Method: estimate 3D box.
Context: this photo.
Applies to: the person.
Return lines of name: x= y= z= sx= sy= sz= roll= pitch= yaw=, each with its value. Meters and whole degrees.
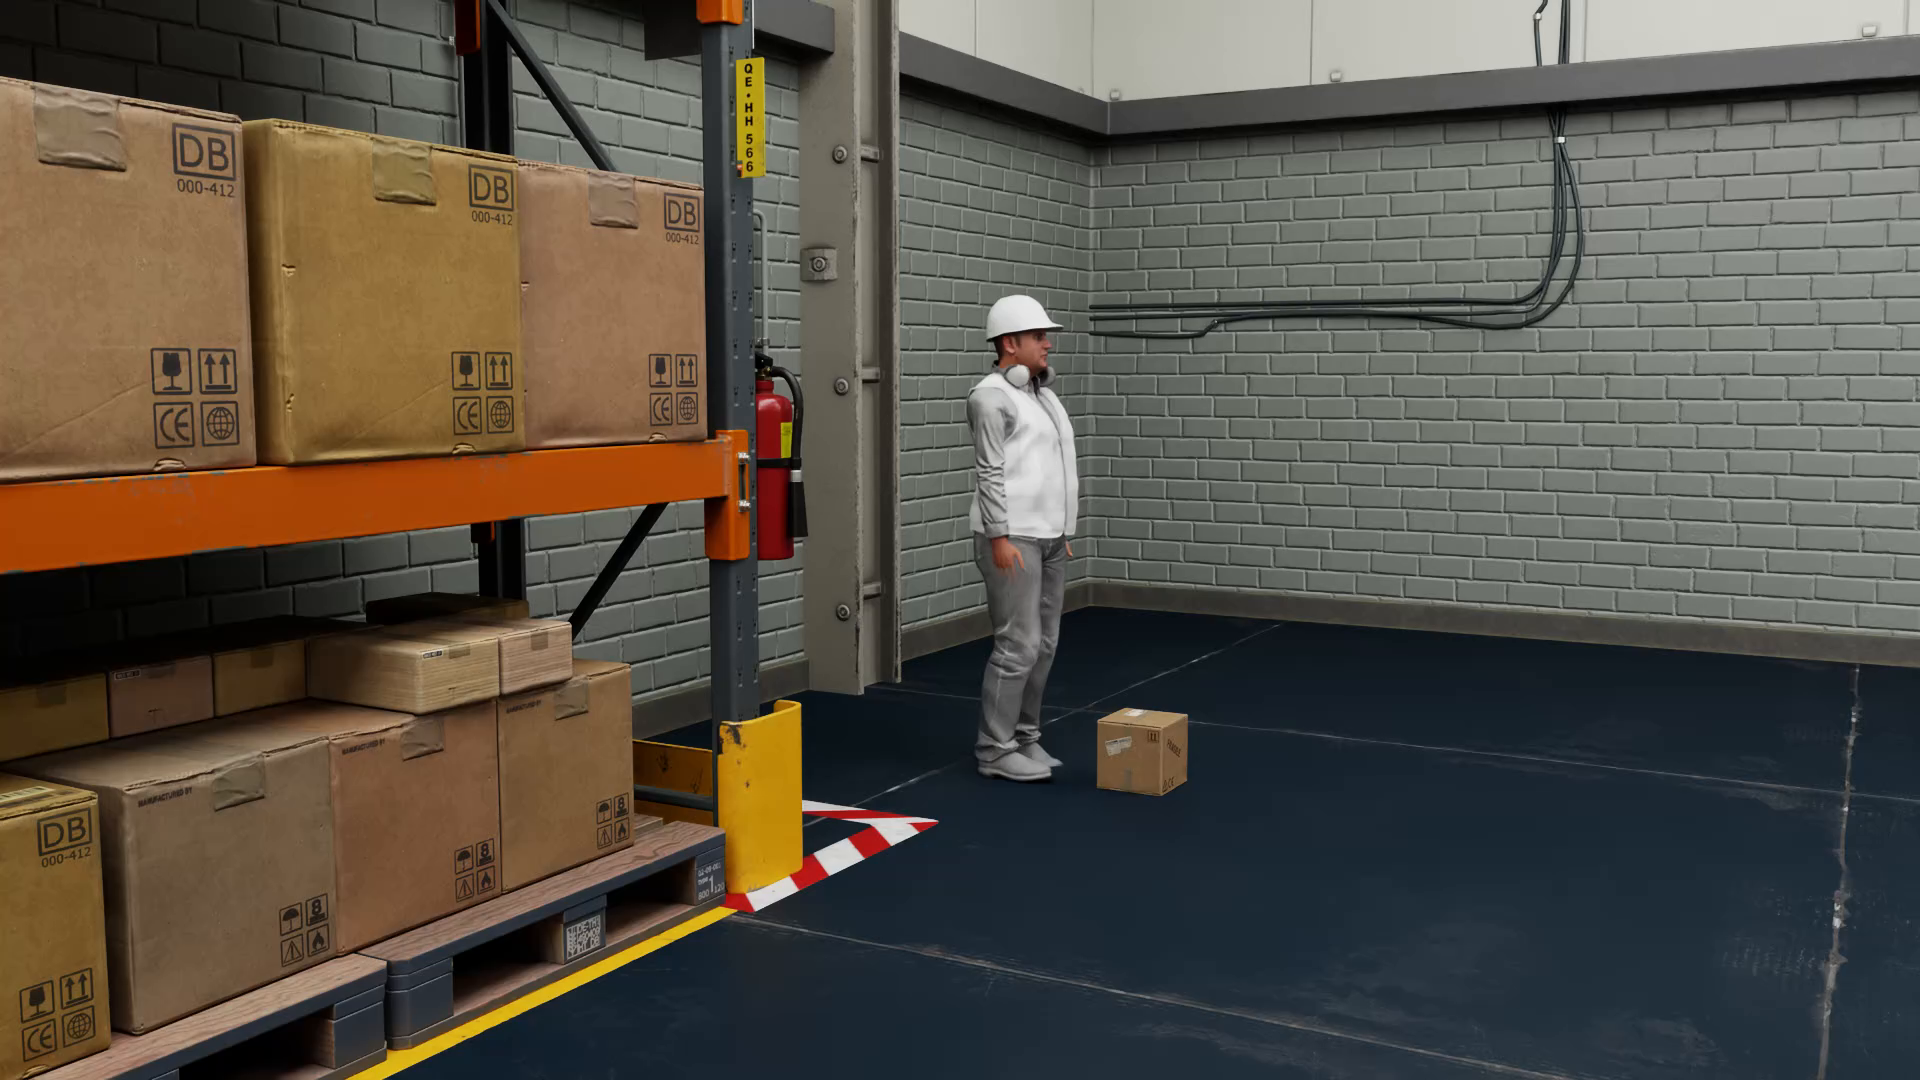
person: x=0.243 y=0.005 z=6.175 sx=0.366 sy=1.811 sz=0.532 roll=3 pitch=7 yaw=30
